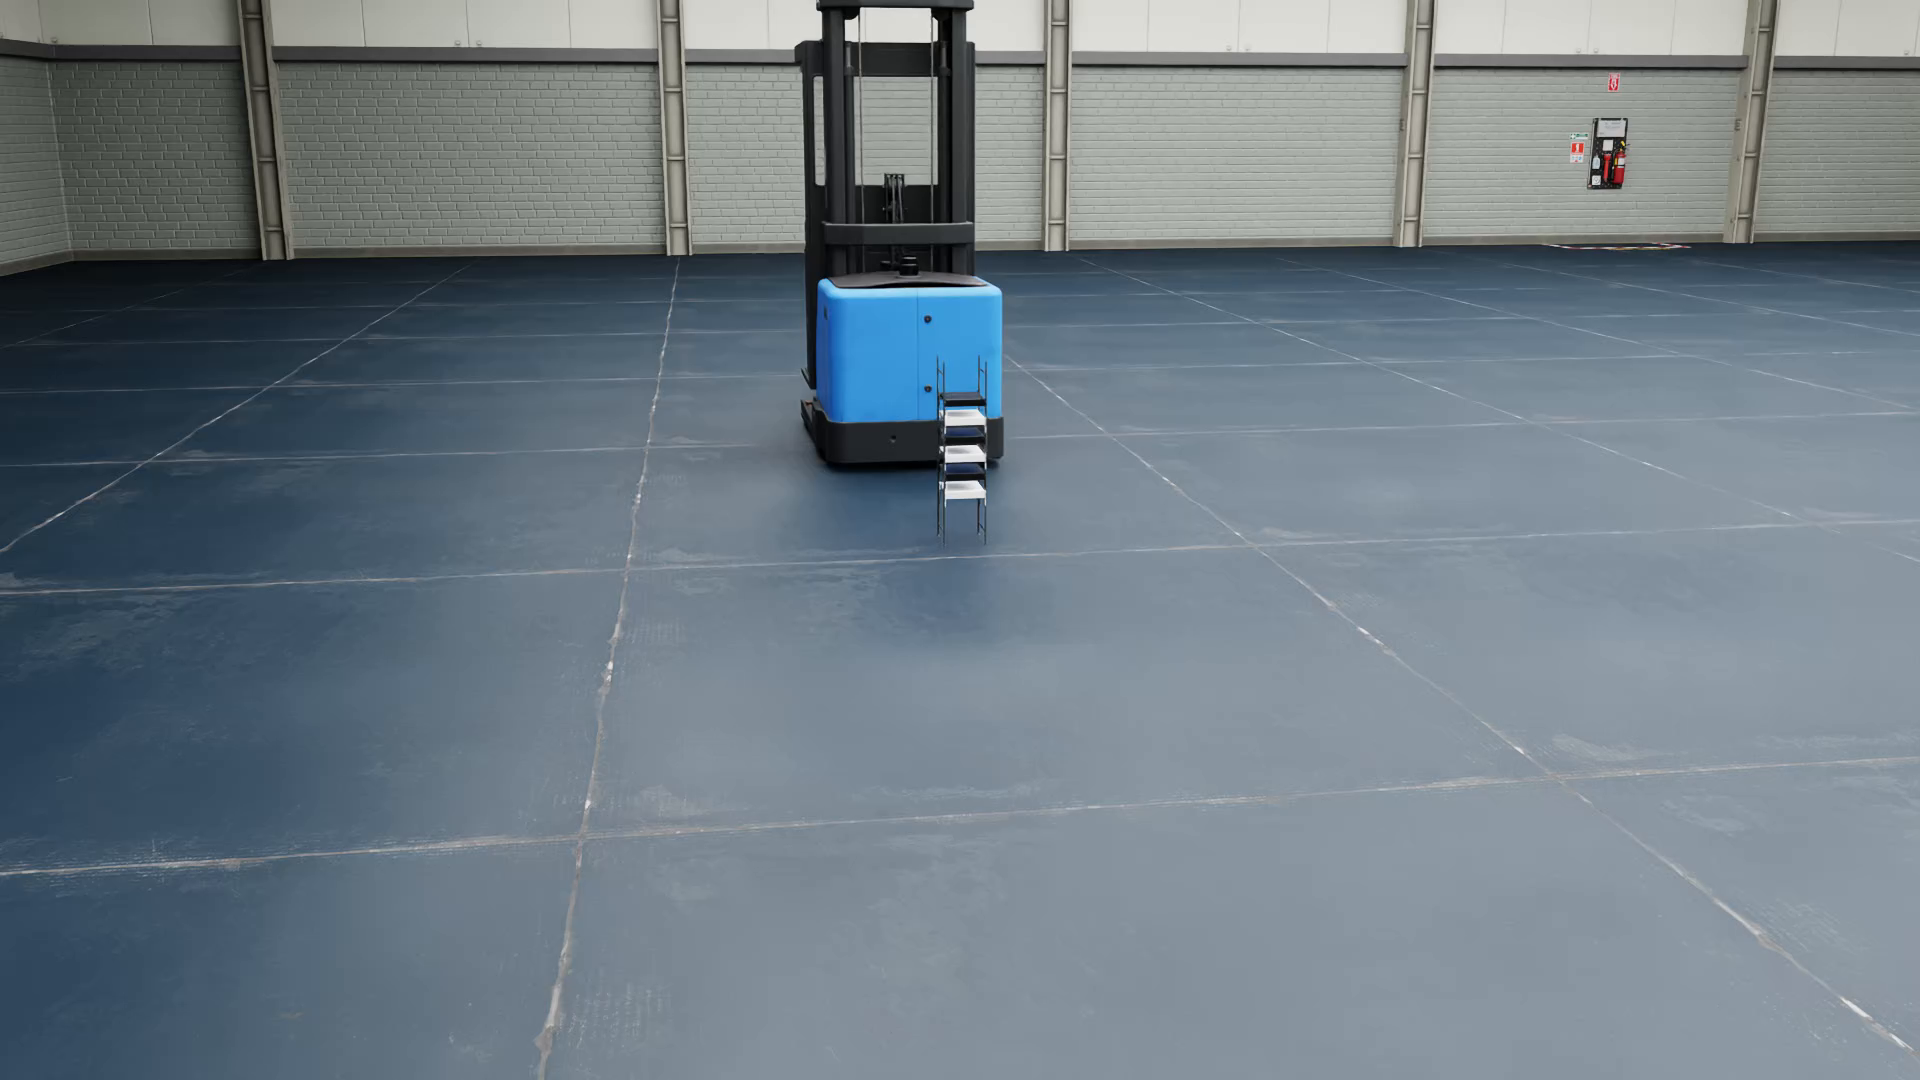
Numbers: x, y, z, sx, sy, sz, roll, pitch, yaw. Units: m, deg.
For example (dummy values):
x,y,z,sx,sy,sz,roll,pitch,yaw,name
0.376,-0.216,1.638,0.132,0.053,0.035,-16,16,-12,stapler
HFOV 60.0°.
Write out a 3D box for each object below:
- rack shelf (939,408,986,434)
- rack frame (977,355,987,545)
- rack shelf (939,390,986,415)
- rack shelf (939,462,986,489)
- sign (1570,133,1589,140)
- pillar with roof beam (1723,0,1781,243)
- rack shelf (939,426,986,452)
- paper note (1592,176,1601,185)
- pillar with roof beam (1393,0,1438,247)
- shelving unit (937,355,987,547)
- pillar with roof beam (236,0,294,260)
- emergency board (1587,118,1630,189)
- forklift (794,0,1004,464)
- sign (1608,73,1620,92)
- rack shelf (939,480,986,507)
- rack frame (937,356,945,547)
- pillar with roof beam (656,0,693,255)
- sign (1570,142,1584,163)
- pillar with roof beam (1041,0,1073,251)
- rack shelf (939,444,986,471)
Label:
x,y,z,sx,sy,sz,roll,pitch,yaw,name
0.008,-0.579,8.078,0.200,0.077,0.258,-2,14,-8,rack shelf
0.109,-0.440,8.128,0.006,0.900,0.240,-2,14,-8,rack frame
0.008,-0.666,8.056,0.200,0.077,0.258,-2,14,-8,rack shelf
0.008,-0.317,8.144,0.200,0.077,0.258,-2,14,-8,rack shelf
10.399,-6.781,27.930,0.331,0.109,0.001,-2,14,-8,sign
14.046,-8.458,23.449,0.400,9.000,9.100,-2,14,-8,pillar with roof beam
0.008,-0.492,8.100,0.200,0.077,0.258,-2,14,-8,rack shelf
10.770,-6.086,28.135,0.142,0.148,0.016,-2,14,-8,paper note
8.113,-8.241,22.582,0.400,9.000,9.100,-2,14,-8,pillar with roof beam
0.008,-0.437,8.114,0.210,0.900,0.258,-2,14,-8,shelving unit
-9.686,-7.588,19.981,0.400,9.000,9.100,-2,14,-8,pillar with roof beam
10.956,-6.503,27.988,0.643,1.169,0.194,-2,14,-8,emergency board
-0.487,-2.180,10.889,1.130,2.935,3.031,-2,14,-9,forklift
10.933,-7.652,27.800,0.199,0.298,0.001,-2,14,-8,sign
0.008,-0.230,8.165,0.200,0.077,0.258,-2,14,-8,rack shelf
-0.092,-0.433,8.099,0.006,0.900,0.240,-2,14,-8,rack frame
-3.753,-7.806,20.848,0.400,9.000,9.100,-2,14,-8,pillar with roof beam
10.394,-6.526,28.002,0.234,0.329,0.001,-2,14,-8,sign
2.180,-8.023,21.715,0.400,9.000,9.100,-2,14,-8,pillar with roof beam
0.008,-0.404,8.122,0.200,0.077,0.258,-2,14,-8,rack shelf
